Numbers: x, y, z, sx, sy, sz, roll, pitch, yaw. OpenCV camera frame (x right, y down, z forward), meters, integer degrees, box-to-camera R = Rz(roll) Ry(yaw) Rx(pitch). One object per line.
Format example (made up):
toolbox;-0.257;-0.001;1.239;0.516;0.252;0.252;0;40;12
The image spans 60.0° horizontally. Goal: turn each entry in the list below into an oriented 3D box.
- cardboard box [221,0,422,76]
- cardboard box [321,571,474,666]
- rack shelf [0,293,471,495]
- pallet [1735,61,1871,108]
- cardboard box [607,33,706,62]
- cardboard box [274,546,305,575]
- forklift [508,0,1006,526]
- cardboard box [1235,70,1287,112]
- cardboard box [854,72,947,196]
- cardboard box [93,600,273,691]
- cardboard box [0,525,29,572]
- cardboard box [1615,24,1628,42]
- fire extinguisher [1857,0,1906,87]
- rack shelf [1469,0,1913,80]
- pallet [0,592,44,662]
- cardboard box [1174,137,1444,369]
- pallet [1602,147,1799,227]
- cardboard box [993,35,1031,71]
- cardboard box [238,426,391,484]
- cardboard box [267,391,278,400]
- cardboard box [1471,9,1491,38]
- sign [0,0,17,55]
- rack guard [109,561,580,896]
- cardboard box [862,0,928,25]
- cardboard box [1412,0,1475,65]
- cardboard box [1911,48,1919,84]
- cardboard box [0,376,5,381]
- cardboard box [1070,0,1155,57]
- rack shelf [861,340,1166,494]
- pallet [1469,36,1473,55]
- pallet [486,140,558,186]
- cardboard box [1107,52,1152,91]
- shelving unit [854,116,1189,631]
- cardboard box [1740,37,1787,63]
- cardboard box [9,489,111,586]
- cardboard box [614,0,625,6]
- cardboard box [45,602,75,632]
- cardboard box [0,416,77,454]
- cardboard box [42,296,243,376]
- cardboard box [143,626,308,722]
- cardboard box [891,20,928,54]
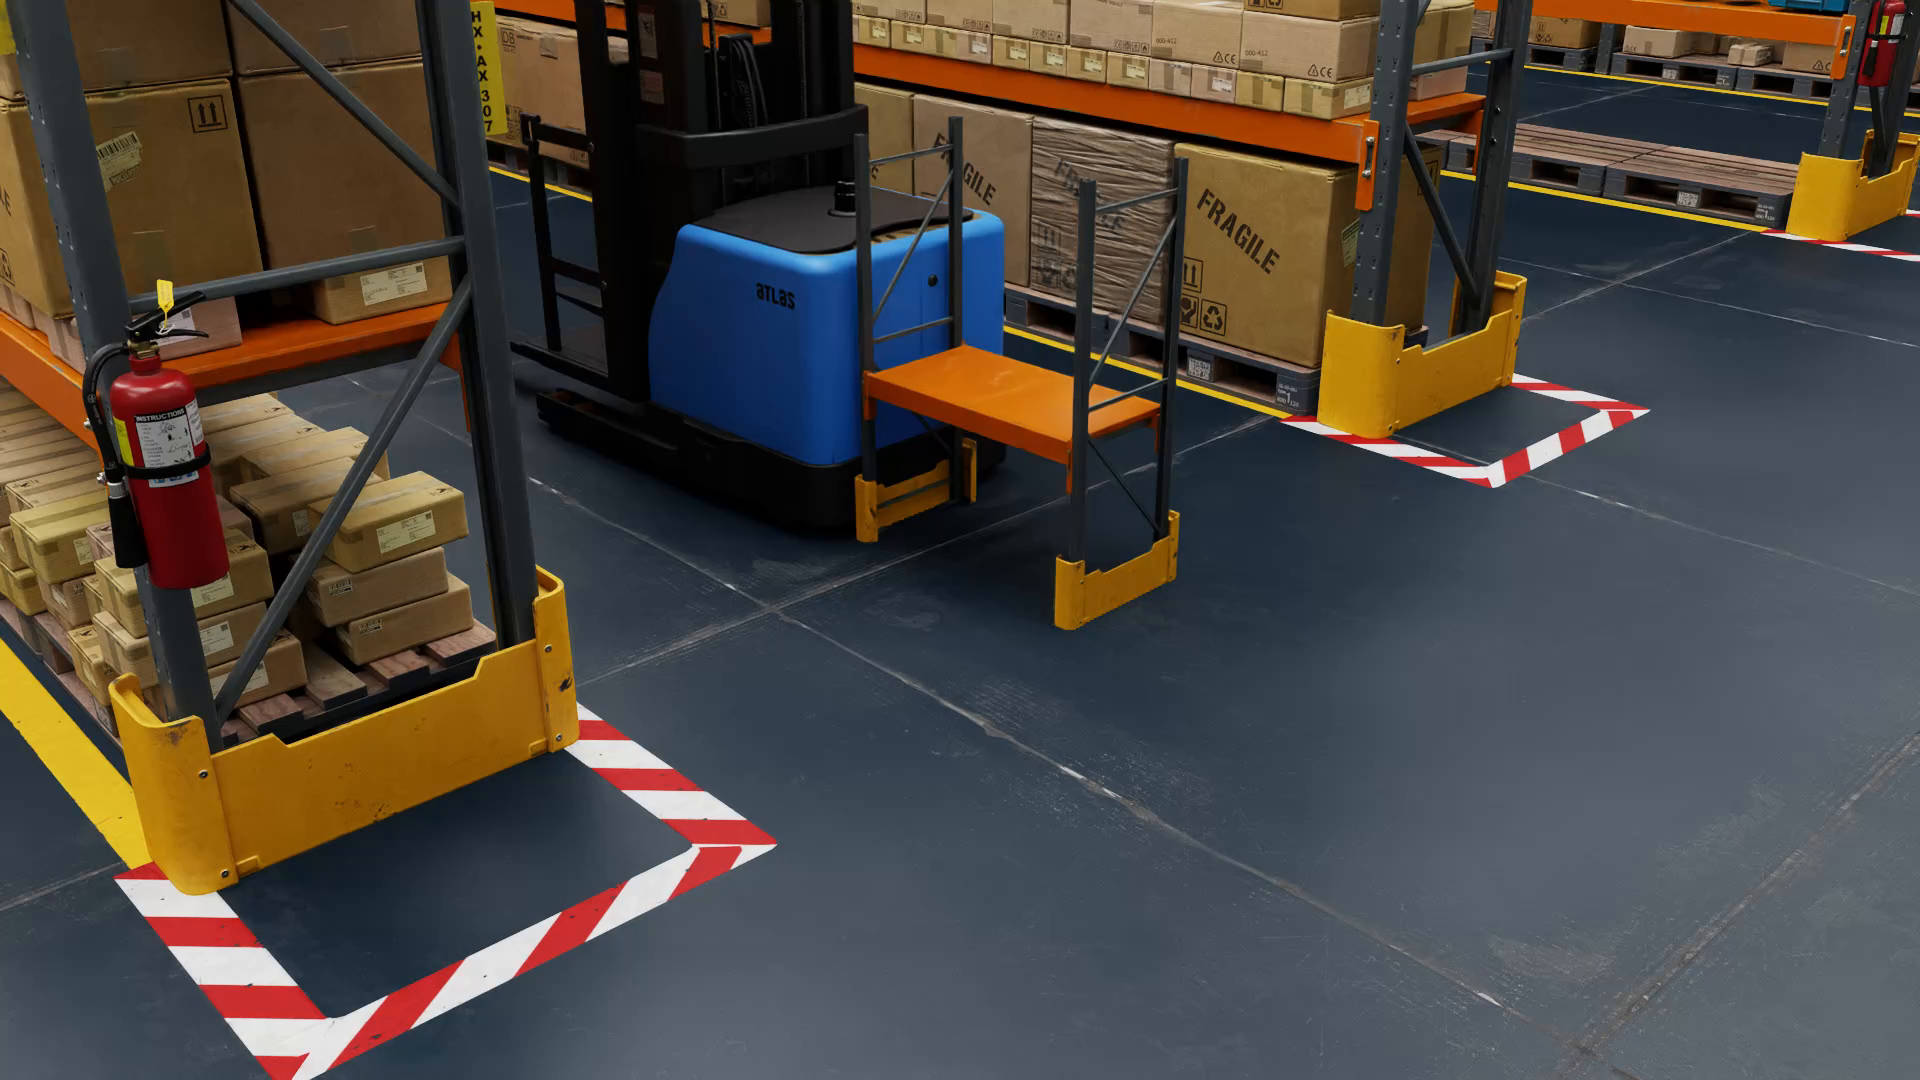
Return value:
cardboard box;-1.713;-1.485;4.208;0.500;0.500;0.500;-21;32;-39
cardboard box;-1.724;0.219;5.086;0.380;0.149;0.250;-20;32;-37
rack shelf;-2.967;-0.917;5.512;1.077;0.370;4.000;-21;32;-38
pallet;7.897;-4.188;15.177;1.003;0.211;1.213;-21;32;-38
cardboard box;-1.707;-2.909;11.067;0.875;0.875;1.225;22;33;40
cardboard box;-1.916;0.002;5.202;0.380;0.149;0.250;-21;32;-39
forklift;-1.213;-1.896;6.875;3.031;2.935;1.130;22;33;40
cardboard box;1.427;-1.993;7.307;0.380;0.149;0.250;-21;32;-38
cardboard box;-0.251;-2.228;9.574;0.875;0.875;0.875;-21;32;-38
cardboard box;-2.169;0.254;4.650;0.380;0.149;0.250;-22;33;-40
cardboard box;-2.888;-0.056;5.330;0.380;0.149;0.250;-21;32;-38
cardboard box;6.437;-5.314;16.766;0.500;0.500;0.500;22;33;39
fire extinguisher;5.477;-3.040;9.842;0.296;0.674;0.183;-21;32;-38
rack shelf;4.338;-3.698;11.609;1.077;0.370;4.000;-21;32;-38
pallet;-3.011;-0.018;6.035;1.003;0.211;1.213;-21;32;-38
cardboard box;1.594;-1.410;7.781;0.875;0.875;0.875;-21;32;-38
pallet;5.170;-2.412;11.282;1.003;0.211;1.213;-21;32;-38
cardboard box;0.382;-2.456;8.323;0.380;0.149;0.250;-22;33;-40
cardboard box;-2.065;-0.220;5.330;0.380;0.149;0.250;-21;32;-39
cardboard box;-2.624;-0.451;5.836;0.380;0.149;0.250;-21;32;-38
cardboard box;5.369;-5.471;17.109;0.500;0.500;0.500;-21;32;-38
sign;-2.018;-1.157;3.397;0.100;0.325;0.005;-21;32;-38
rack guard;-1.652;0.476;4.604;1.175;0.500;0.348;-21;32;-38
cardboard box;-0.178;-2.925;8.869;0.500;0.250;0.500;-21;32;-39
cardboard box;1.959;-2.303;7.508;0.500;0.250;0.500;-22;33;-40
cardboard box;8.145;-4.164;14.546;0.500;0.250;0.500;-21;32;-38
cardboard box;-3.586;-0.516;5.978;0.380;0.149;0.250;-20;31;-37
cardboard box;0.871;-2.461;7.853;0.500;0.250;0.500;22;33;40
rack shelf;0.185;-0.456;5.875;1.000;0.185;0.538;22;33;40
pallet;5.168;-5.372;17.772;1.003;0.211;1.213;-21;32;-38
pallet;-2.894;-2.909;12.373;1.003;0.211;1.213;-21;32;-38
cardboard box;0.907;-2.224;7.813;0.380;0.149;0.250;-22;33;-40
shelving unit;0.191;-0.617;5.795;1.083;1.500;0.587;22;33;40
cardboard box;7.699;-4.693;15.632;0.500;0.311;0.500;-21;32;-38
cardboard box;-2.546;-0.026;4.905;0.380;0.149;0.250;-22;33;-40
cardboard box;-1.858;-3.644;10.504;0.500;0.500;0.500;-22;32;-39
cardboard box;-2.657;0.143;5.251;0.380;0.149;0.250;-21;32;-38
cardboard box;-3.000;-0.299;5.504;0.250;0.149;0.380;23;33;40
cardboard box;-2.029;-0.542;4.127;0.380;0.149;0.250;-21;32;-38
cardboard box;-2.112;0.368;4.759;0.380;0.149;0.250;-21;32;-38
cardboard box;-0.144;-2.690;8.834;0.380;0.149;0.250;-22;33;-40
